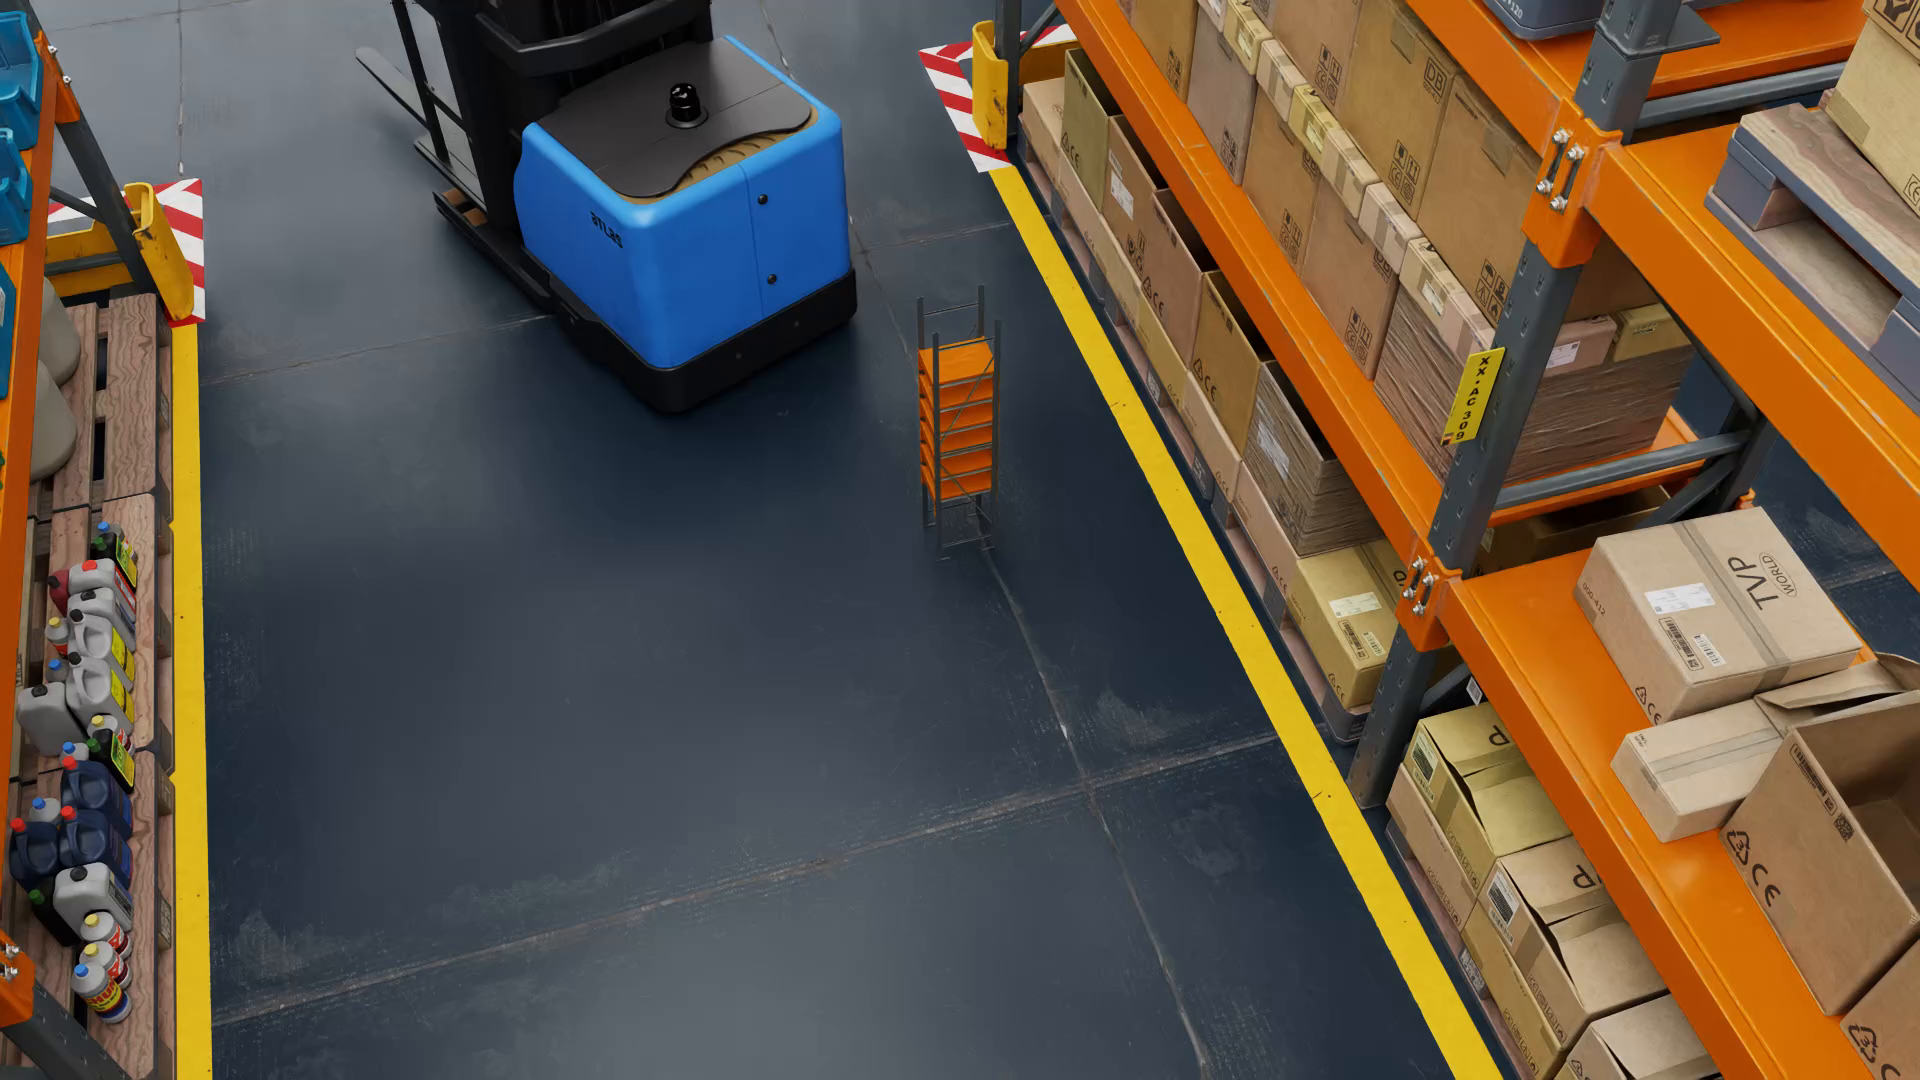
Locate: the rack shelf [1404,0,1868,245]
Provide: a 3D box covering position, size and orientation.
[{"bbox_3d":[1.252,-2.382,5.095,1.077,0.370,4.000,-13,51,-11],"label":"rack shelf"}]

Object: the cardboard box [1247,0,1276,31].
[{"bbox_3d":[1.261,-2.059,5.400,0.700,0.500,0.500,-13,51,-11],"label":"cardboard box"}]

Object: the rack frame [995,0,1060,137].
[{"bbox_3d":[0.661,-3.108,7.198,1.000,3.000,0.127,-13,51,-11],"label":"rack frame"}]

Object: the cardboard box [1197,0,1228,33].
[{"bbox_3d":[1.025,-1.891,5.682,0.380,0.149,0.250,-13,51,-11],"label":"cardboard box"}]

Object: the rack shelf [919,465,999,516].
[{"bbox_3d":[-0.004,-0.214,6.307,0.258,0.103,0.180,-13,51,-11],"label":"rack shelf"}]

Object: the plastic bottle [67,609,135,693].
[{"bbox_3d":[-2.968,0.375,5.706,0.144,0.351,0.185,-11,51,-9],"label":"plastic bottle"}]

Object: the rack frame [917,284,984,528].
[{"bbox_3d":[-0.031,-0.464,6.146,0.240,1.200,0.006,-13,51,-11],"label":"rack frame"}]

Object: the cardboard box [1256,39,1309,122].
[{"bbox_3d":[1.185,-1.506,5.358,0.380,0.149,0.250,-12,51,-10],"label":"cardboard box"}]

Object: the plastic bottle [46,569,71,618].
[{"bbox_3d":[-3.163,0.200,5.898,0.061,0.283,0.133,-13,51,-11],"label":"plastic bottle"}]

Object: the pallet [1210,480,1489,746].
[{"bbox_3d":[1.649,0.122,6.299,1.003,0.211,1.213,-13,51,-11],"label":"pallet"}]

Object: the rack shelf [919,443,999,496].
[{"bbox_3d":[-0.004,-0.291,6.216,0.258,0.103,0.180,-13,51,-11],"label":"rack shelf"}]

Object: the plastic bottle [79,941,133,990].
[{"bbox_3d":[-2.595,1.285,5.037,0.097,0.201,0.097,0,50,0],"label":"plastic bottle"}]

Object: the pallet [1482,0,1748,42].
[{"bbox_3d":[1.567,-1.742,4.142,1.003,0.211,1.213,-13,51,-11],"label":"pallet"}]

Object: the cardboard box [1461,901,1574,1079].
[{"bbox_3d":[1.876,1.289,5.015,0.500,0.250,0.500,-12,51,-10],"label":"cardboard box"}]

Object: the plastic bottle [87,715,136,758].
[{"bbox_3d":[-2.849,0.658,5.566,0.097,0.201,0.097,0,50,0],"label":"plastic bottle"}]

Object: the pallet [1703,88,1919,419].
[{"bbox_3d":[2.117,-0.450,3.121,0.805,0.209,1.217,-15,52,-12],"label":"pallet"}]

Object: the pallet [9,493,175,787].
[{"bbox_3d":[-3.412,0.437,6.033,1.003,0.211,1.213,-13,51,-11],"label":"pallet"}]

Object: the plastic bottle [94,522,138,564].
[{"bbox_3d":[-3.110,0.012,6.111,0.097,0.201,0.097,0,50,0],"label":"plastic bottle"}]

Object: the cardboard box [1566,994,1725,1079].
[{"bbox_3d":[2.025,1.486,4.482,0.500,0.311,0.500,-15,51,-12],"label":"cardboard box"}]

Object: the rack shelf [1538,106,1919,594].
[{"bbox_3d":[2.435,0.539,2.632,1.077,0.370,4.000,-13,51,-11],"label":"rack shelf"}]

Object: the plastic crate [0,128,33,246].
[{"bbox_3d":[-3.452,-1.169,5.661,0.499,0.251,0.408,-13,51,-11],"label":"plastic crate"}]

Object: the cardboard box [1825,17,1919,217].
[{"bbox_3d":[2.017,-0.788,3.104,0.500,0.250,0.500,-9,50,-7],"label":"cardboard box"}]

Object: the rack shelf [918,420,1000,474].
[{"bbox_3d":[-0.004,-0.369,6.124,0.258,0.103,0.180,-13,51,-11],"label":"rack shelf"}]

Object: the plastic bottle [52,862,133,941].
[{"bbox_3d":[-2.686,1.105,5.140,0.152,0.276,0.135,-12,51,-10],"label":"plastic bottle"}]

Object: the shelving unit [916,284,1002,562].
[{"bbox_3d":[-0.004,-0.397,6.090,0.258,1.200,0.189,-13,51,-11],"label":"shelving unit"}]

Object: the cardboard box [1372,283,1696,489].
[{"bbox_3d":[1.707,-0.541,4.969,0.700,0.500,0.500,-15,51,-12],"label":"cardboard box"}]

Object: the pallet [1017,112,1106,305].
[{"bbox_3d":[0.927,-1.660,7.801,1.003,0.211,1.213,-13,51,-11],"label":"pallet"}]

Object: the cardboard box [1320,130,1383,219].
[{"bbox_3d":[1.329,-1.141,5.050,0.380,0.149,0.250,-13,51,-11],"label":"cardboard box"}]

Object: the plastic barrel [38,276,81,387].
[{"bbox_3d":[-3.804,-0.861,6.656,0.421,0.512,0.421,0,50,0],"label":"plastic barrel"}]

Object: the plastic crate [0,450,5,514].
[{"bbox_3d":[-3.021,-0.056,4.764,0.450,0.188,0.662,-13,51,-11],"label":"plastic crate"}]

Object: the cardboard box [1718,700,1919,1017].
[{"bbox_3d":[2.211,0.731,3.896,0.500,0.500,0.500,-10,51,-8],"label":"cardboard box"}]

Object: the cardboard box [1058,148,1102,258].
[{"bbox_3d":[0.758,-1.551,7.409,0.500,0.250,0.500,-13,51,-11],"label":"cardboard box"}]

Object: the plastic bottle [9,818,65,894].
[{"bbox_3d":[-2.869,0.992,5.186,0.144,0.351,0.185,-13,51,-11],"label":"plastic bottle"}]

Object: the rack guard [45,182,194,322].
[{"bbox_3d":[-4.005,-1.140,7.174,1.175,0.500,0.348,-13,51,-11],"label":"rack guard"}]

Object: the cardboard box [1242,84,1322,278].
[{"bbox_3d":[1.400,-1.293,5.602,0.700,0.500,0.500,-13,51,-10],"label":"cardboard box"}]

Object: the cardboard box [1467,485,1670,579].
[{"bbox_3d":[2.006,-0.087,5.684,0.500,0.500,0.500,-13,51,-11],"label":"cardboard box"}]

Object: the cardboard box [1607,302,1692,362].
[{"bbox_3d":[1.949,-0.668,4.651,0.380,0.149,0.250,-13,51,-11],"label":"cardboard box"}]

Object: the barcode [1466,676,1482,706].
[{"bbox_3d":[1.522,0.448,4.919,0.001,0.075,0.075,-13,51,-11],"label":"barcode"}]

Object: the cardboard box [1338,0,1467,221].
[{"bbox_3d":[1.556,-1.328,4.784,0.700,0.500,0.500,-13,51,-11],"label":"cardboard box"}]

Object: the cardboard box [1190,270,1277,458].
[{"bbox_3d":[1.210,-0.699,6.200,0.500,0.500,0.500,-13,51,-11],"label":"cardboard box"}]

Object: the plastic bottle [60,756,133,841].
[{"bbox_3d":[-2.787,0.821,5.330,0.144,0.351,0.185,-15,52,-13],"label":"plastic bottle"}]

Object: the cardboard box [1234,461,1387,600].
[{"bbox_3d":[1.359,-0.092,6.179,0.500,0.250,0.500,-13,51,-11],"label":"cardboard box"}]

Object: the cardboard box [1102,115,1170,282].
[{"bbox_3d":[0.917,-1.430,6.816,0.500,0.500,0.500,-13,51,-11],"label":"cardboard box"}]

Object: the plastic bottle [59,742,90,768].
[{"bbox_3d":[-2.866,0.748,5.444,0.097,0.271,0.097,0,50,0],"label":"plastic bottle"}]

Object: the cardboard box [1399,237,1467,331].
[{"bbox_3d":[1.488,-0.759,4.728,0.380,0.149,0.250,-14,51,-12],"label":"cardboard box"}]

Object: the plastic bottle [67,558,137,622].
[{"bbox_3d":[-3.062,0.178,5.922,0.152,0.276,0.135,-13,51,-11],"label":"plastic bottle"}]

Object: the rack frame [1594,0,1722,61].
[{"bbox_3d":[1.844,-2.120,2.441,1.000,3.000,0.127,-13,51,-11],"label":"rack frame"}]

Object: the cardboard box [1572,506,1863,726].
[{"bbox_3d":[2.031,0.211,4.498,0.500,0.250,0.500,-10,51,-9],"label":"cardboard box"}]

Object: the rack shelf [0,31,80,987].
[{"bbox_3d":[-3.481,-0.298,5.300,1.077,0.370,4.000,-13,51,-11],"label":"rack shelf"}]

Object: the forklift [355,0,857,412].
[{"bbox_3d":[-1.790,-2.533,6.758,1.130,2.935,3.031,-33,57,-25],"label":"forklift"}]

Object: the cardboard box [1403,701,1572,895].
[{"bbox_3d":[1.728,0.742,5.109,0.500,0.311,0.500,-13,51,-11],"label":"cardboard box"}]

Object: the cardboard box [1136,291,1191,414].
[{"bbox_3d":[1.049,-0.819,6.792,0.500,0.250,0.500,-13,51,-11],"label":"cardboard box"}]

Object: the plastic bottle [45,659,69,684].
[{"bbox_3d":[-3.070,0.483,5.714,0.097,0.201,0.097,0,50,0],"label":"plastic bottle"}]

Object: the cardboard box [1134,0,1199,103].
[{"bbox_3d":[1.088,-2.050,6.241,0.700,0.500,0.500,-13,51,-11],"label":"cardboard box"}]
